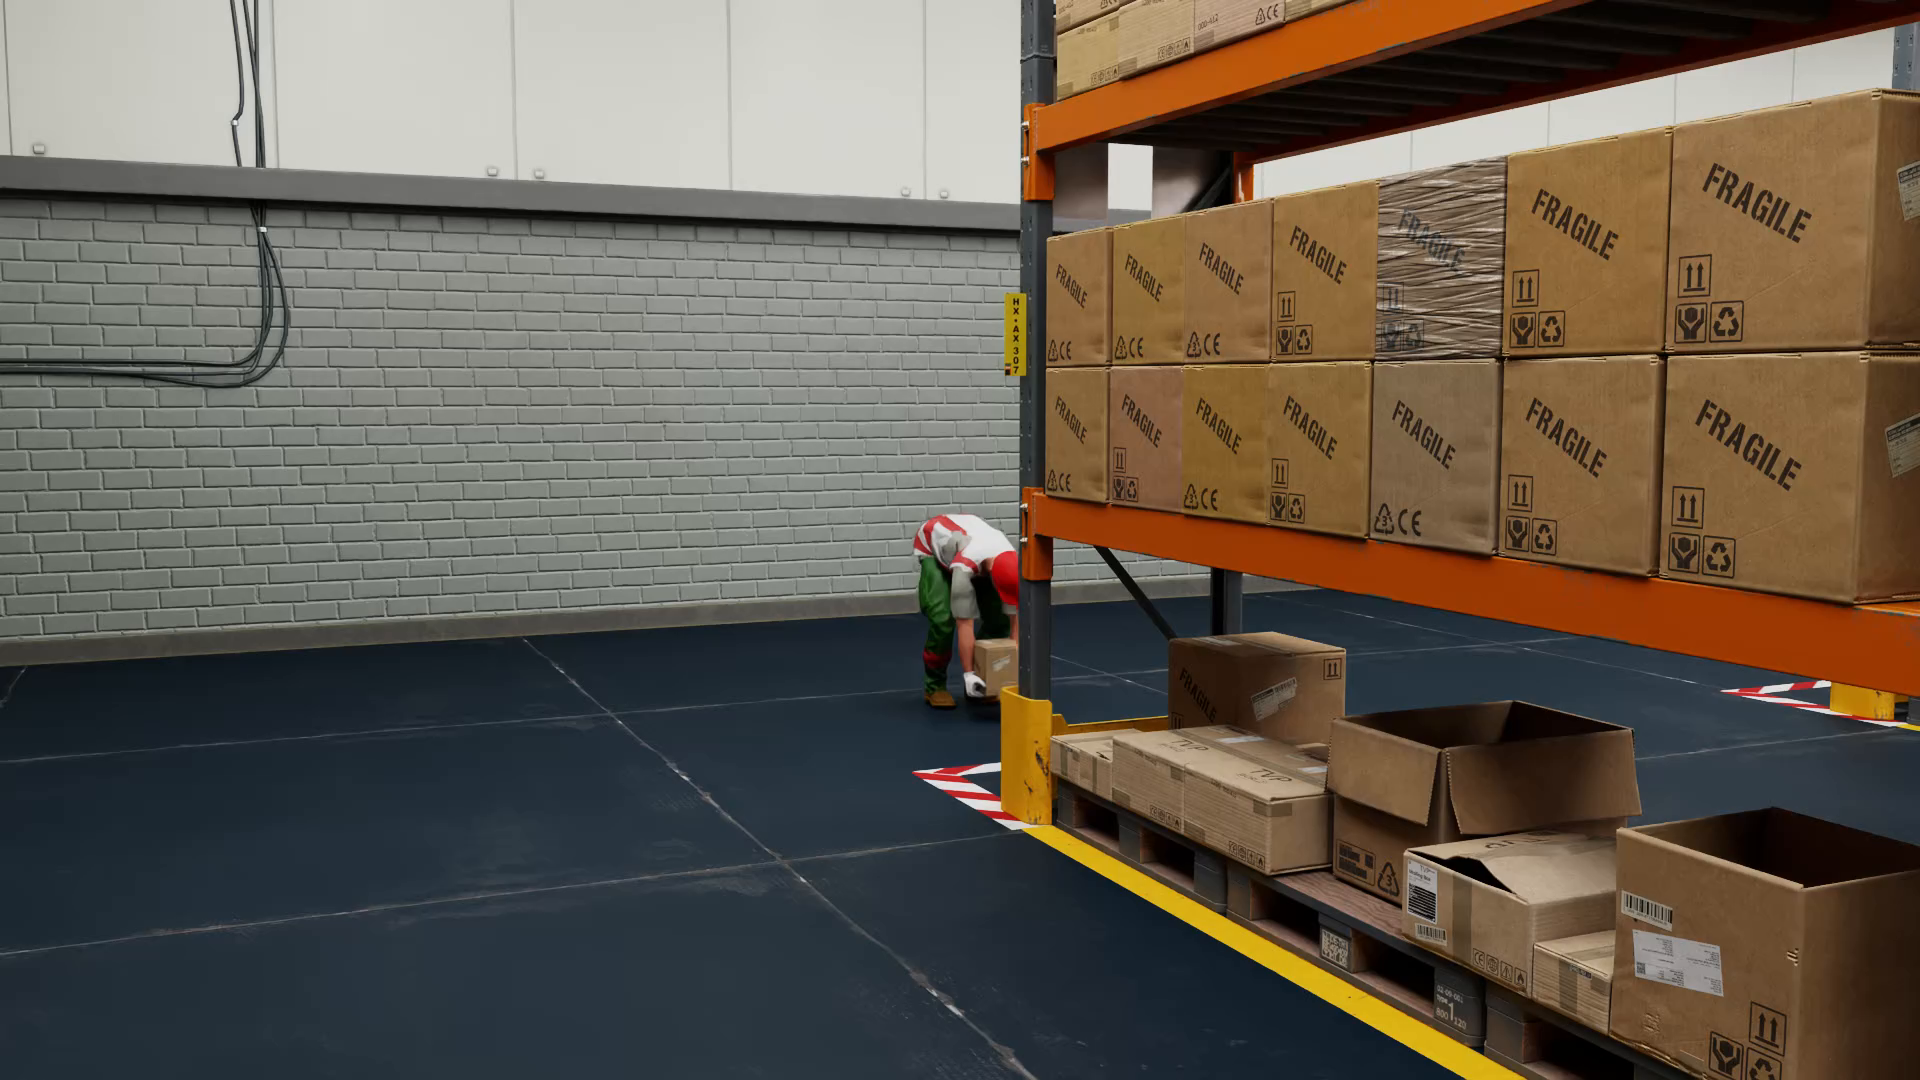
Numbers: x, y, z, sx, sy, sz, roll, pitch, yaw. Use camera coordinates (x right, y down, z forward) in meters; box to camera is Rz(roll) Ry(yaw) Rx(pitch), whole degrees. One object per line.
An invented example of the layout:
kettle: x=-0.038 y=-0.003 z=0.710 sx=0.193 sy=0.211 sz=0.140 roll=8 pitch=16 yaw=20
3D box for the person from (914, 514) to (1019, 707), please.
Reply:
person: x=0.091 y=0.393 z=8.874 sx=0.522 sy=1.037 sz=0.957 roll=-3 pitch=6 yaw=-26
